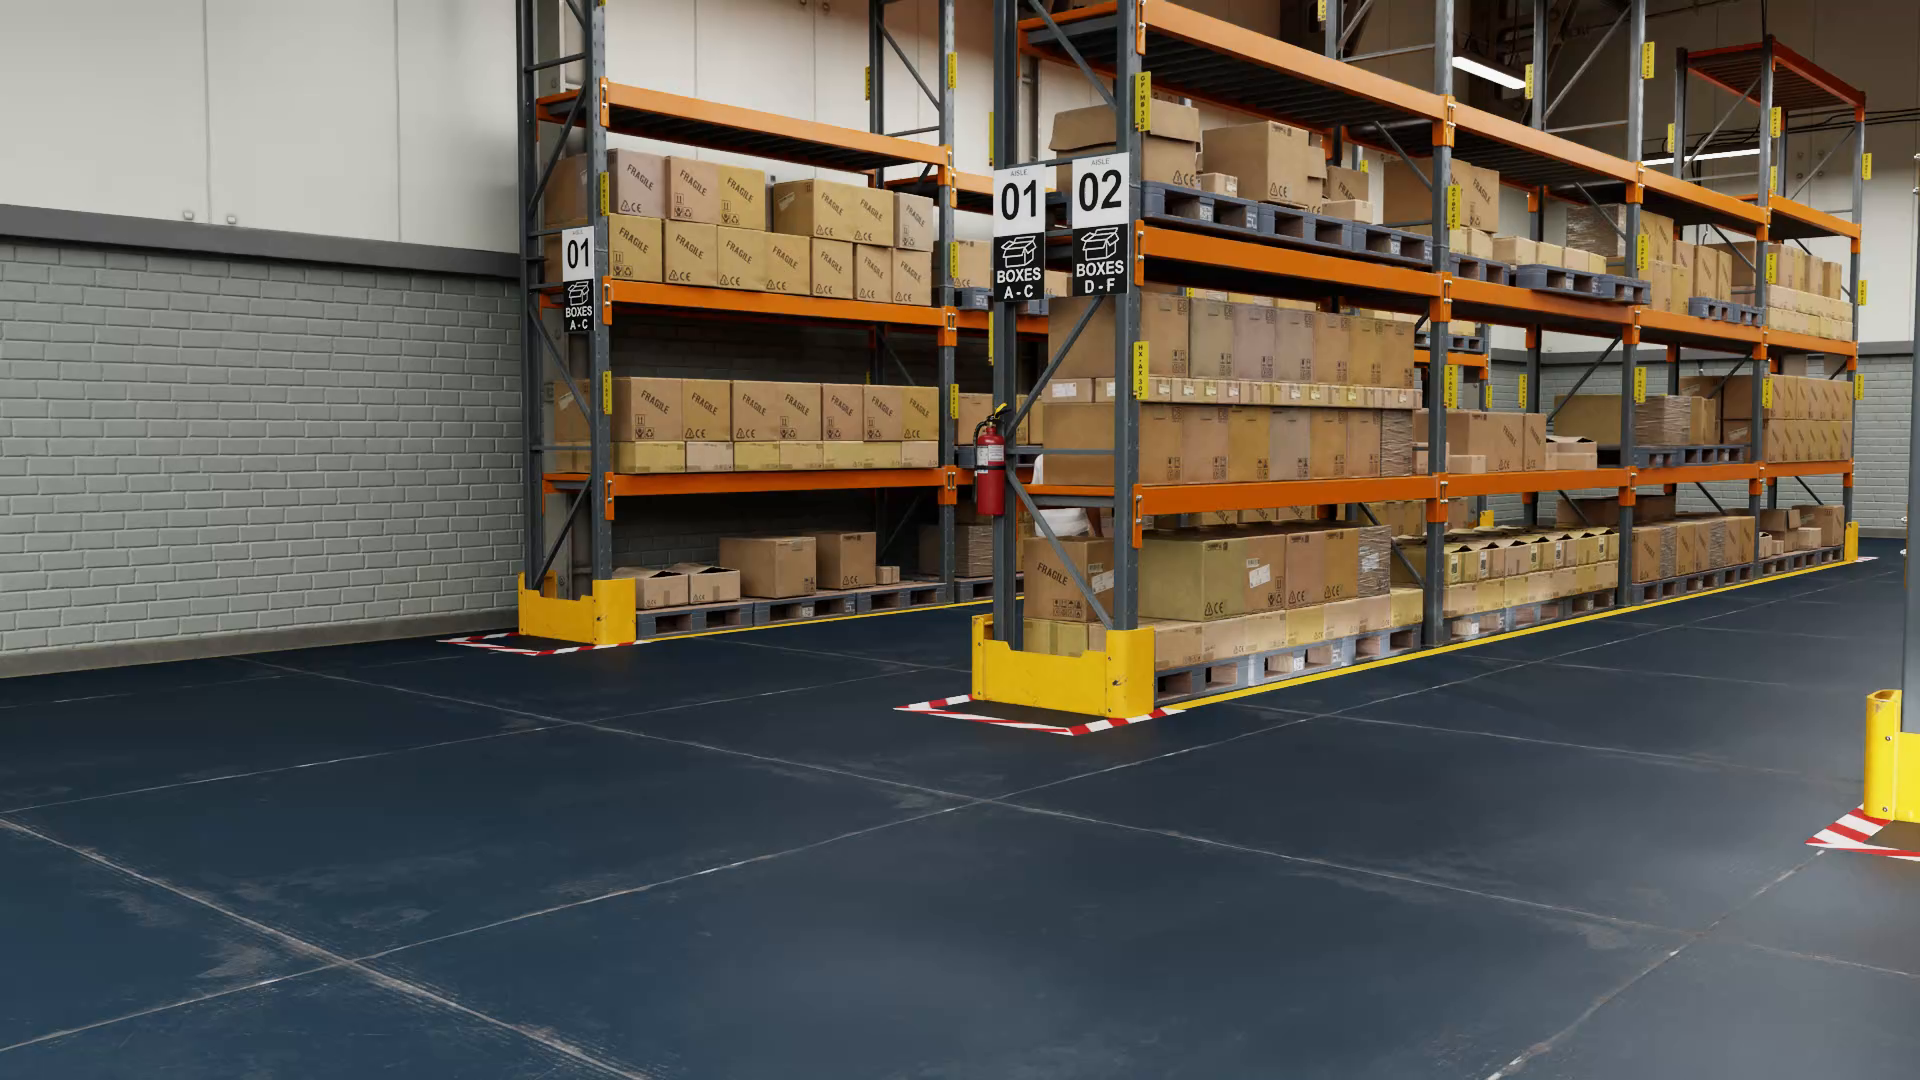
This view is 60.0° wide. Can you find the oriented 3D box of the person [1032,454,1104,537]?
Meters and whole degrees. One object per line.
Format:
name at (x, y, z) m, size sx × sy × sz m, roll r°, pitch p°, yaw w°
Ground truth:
person at (0.810, -0.055, 12.478) m, size 0.627 × 1.761 × 0.456 m, roll 3°, pitch 5°, yaw 41°
